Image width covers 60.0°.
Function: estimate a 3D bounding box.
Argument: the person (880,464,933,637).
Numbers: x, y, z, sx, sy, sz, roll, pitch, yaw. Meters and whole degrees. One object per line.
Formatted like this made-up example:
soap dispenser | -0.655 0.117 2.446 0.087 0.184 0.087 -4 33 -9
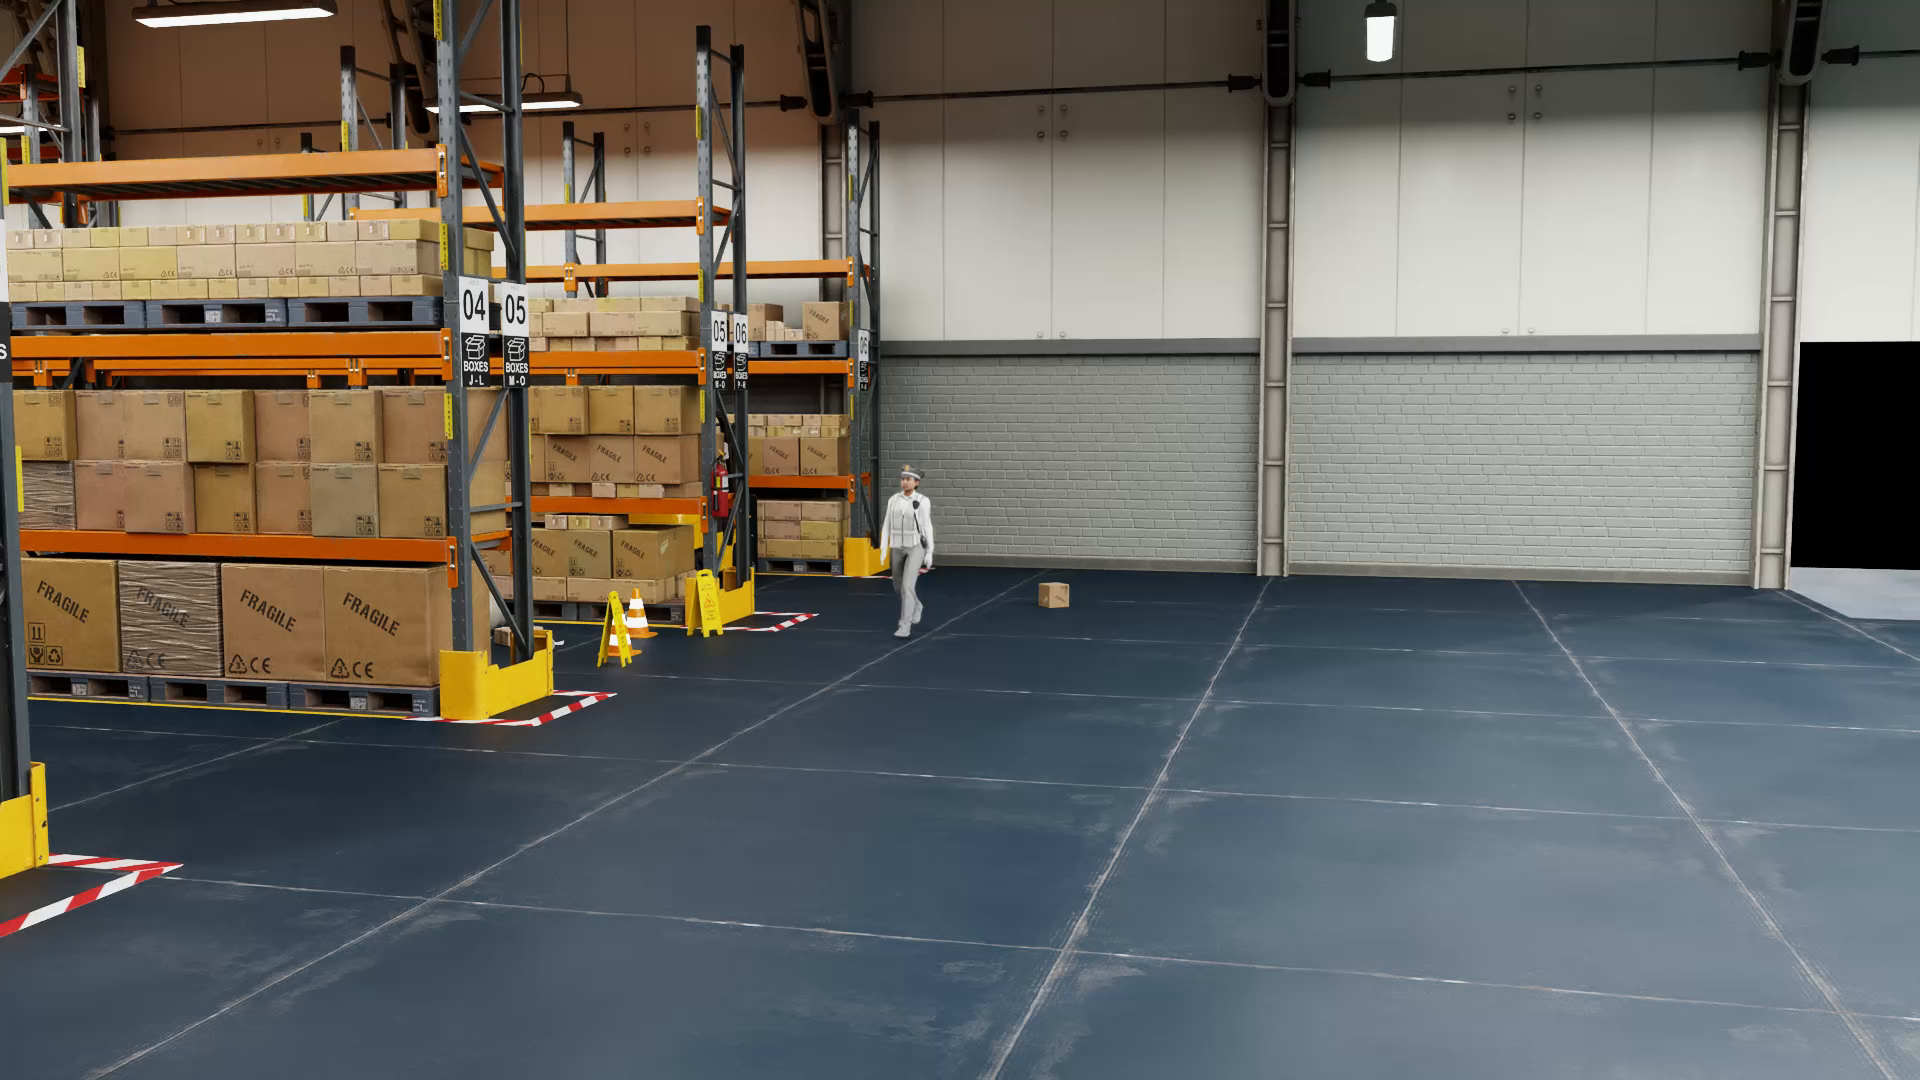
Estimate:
person | -0.515 0.081 16.329 0.502 1.654 0.873 2 5 21
